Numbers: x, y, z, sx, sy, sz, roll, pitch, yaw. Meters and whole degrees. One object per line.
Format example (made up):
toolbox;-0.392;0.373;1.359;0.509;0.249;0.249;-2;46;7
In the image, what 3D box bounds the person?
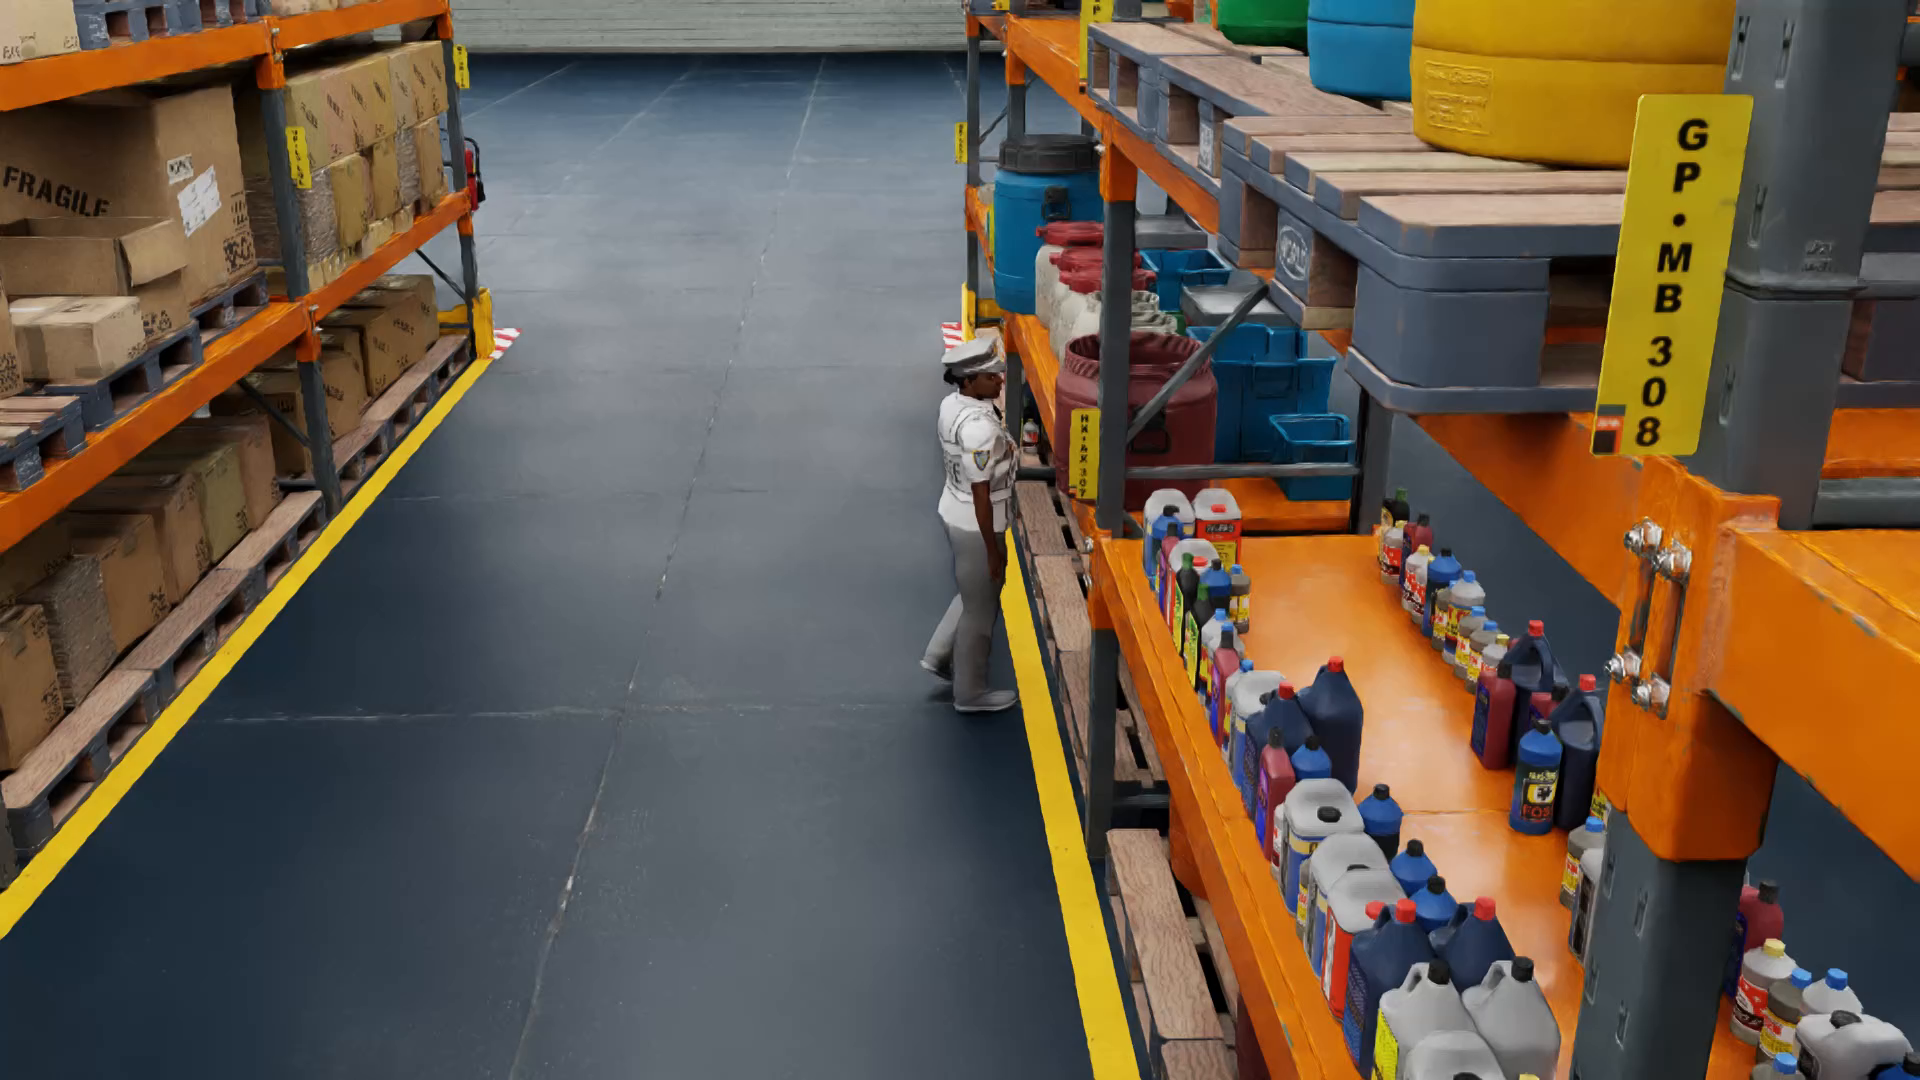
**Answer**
person;0.037;-0.061;7.170;0.419;1.686;0.507;-5;21;-12
